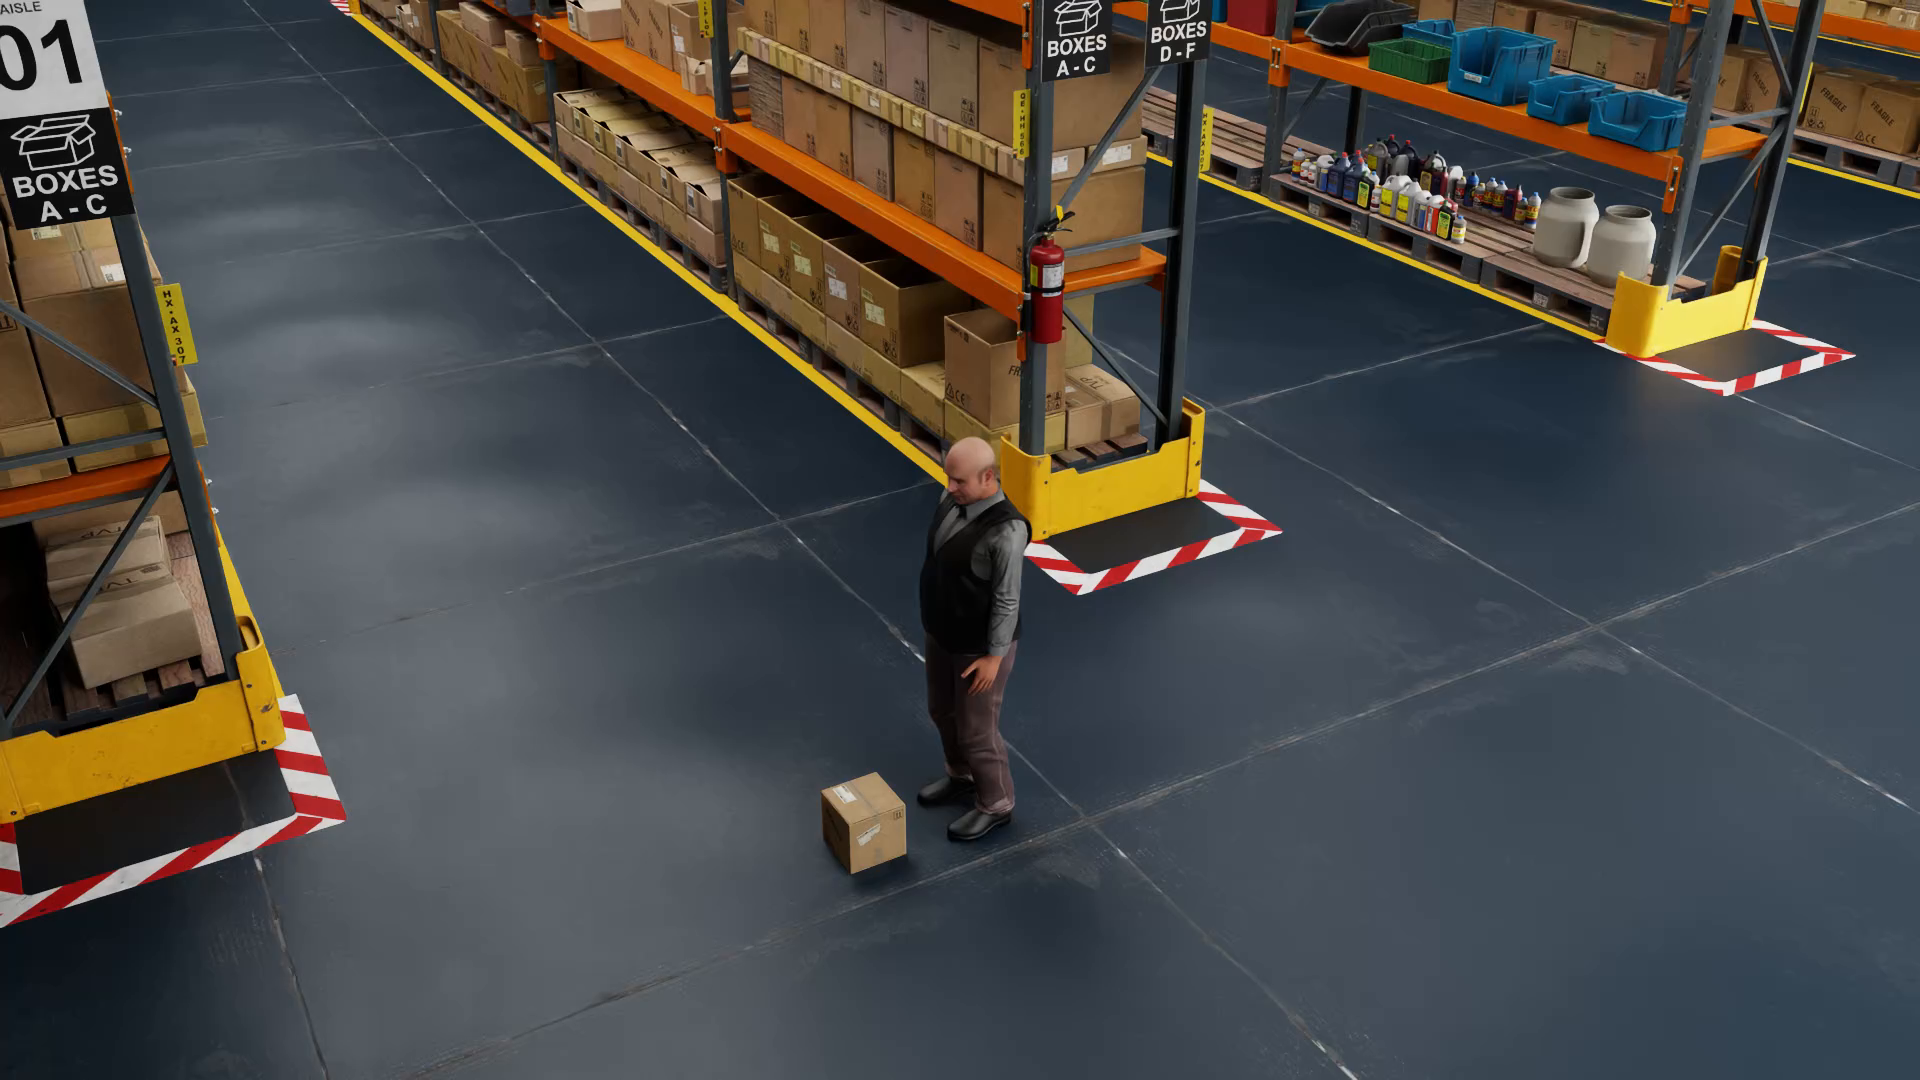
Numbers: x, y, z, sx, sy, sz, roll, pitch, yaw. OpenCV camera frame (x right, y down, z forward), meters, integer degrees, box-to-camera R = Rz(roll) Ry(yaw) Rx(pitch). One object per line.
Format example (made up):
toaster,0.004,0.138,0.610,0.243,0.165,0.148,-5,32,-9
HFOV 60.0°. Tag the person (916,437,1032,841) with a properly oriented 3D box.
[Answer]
person,0.048,0.382,6.473,0.355,1.716,0.534,-15,32,-25
